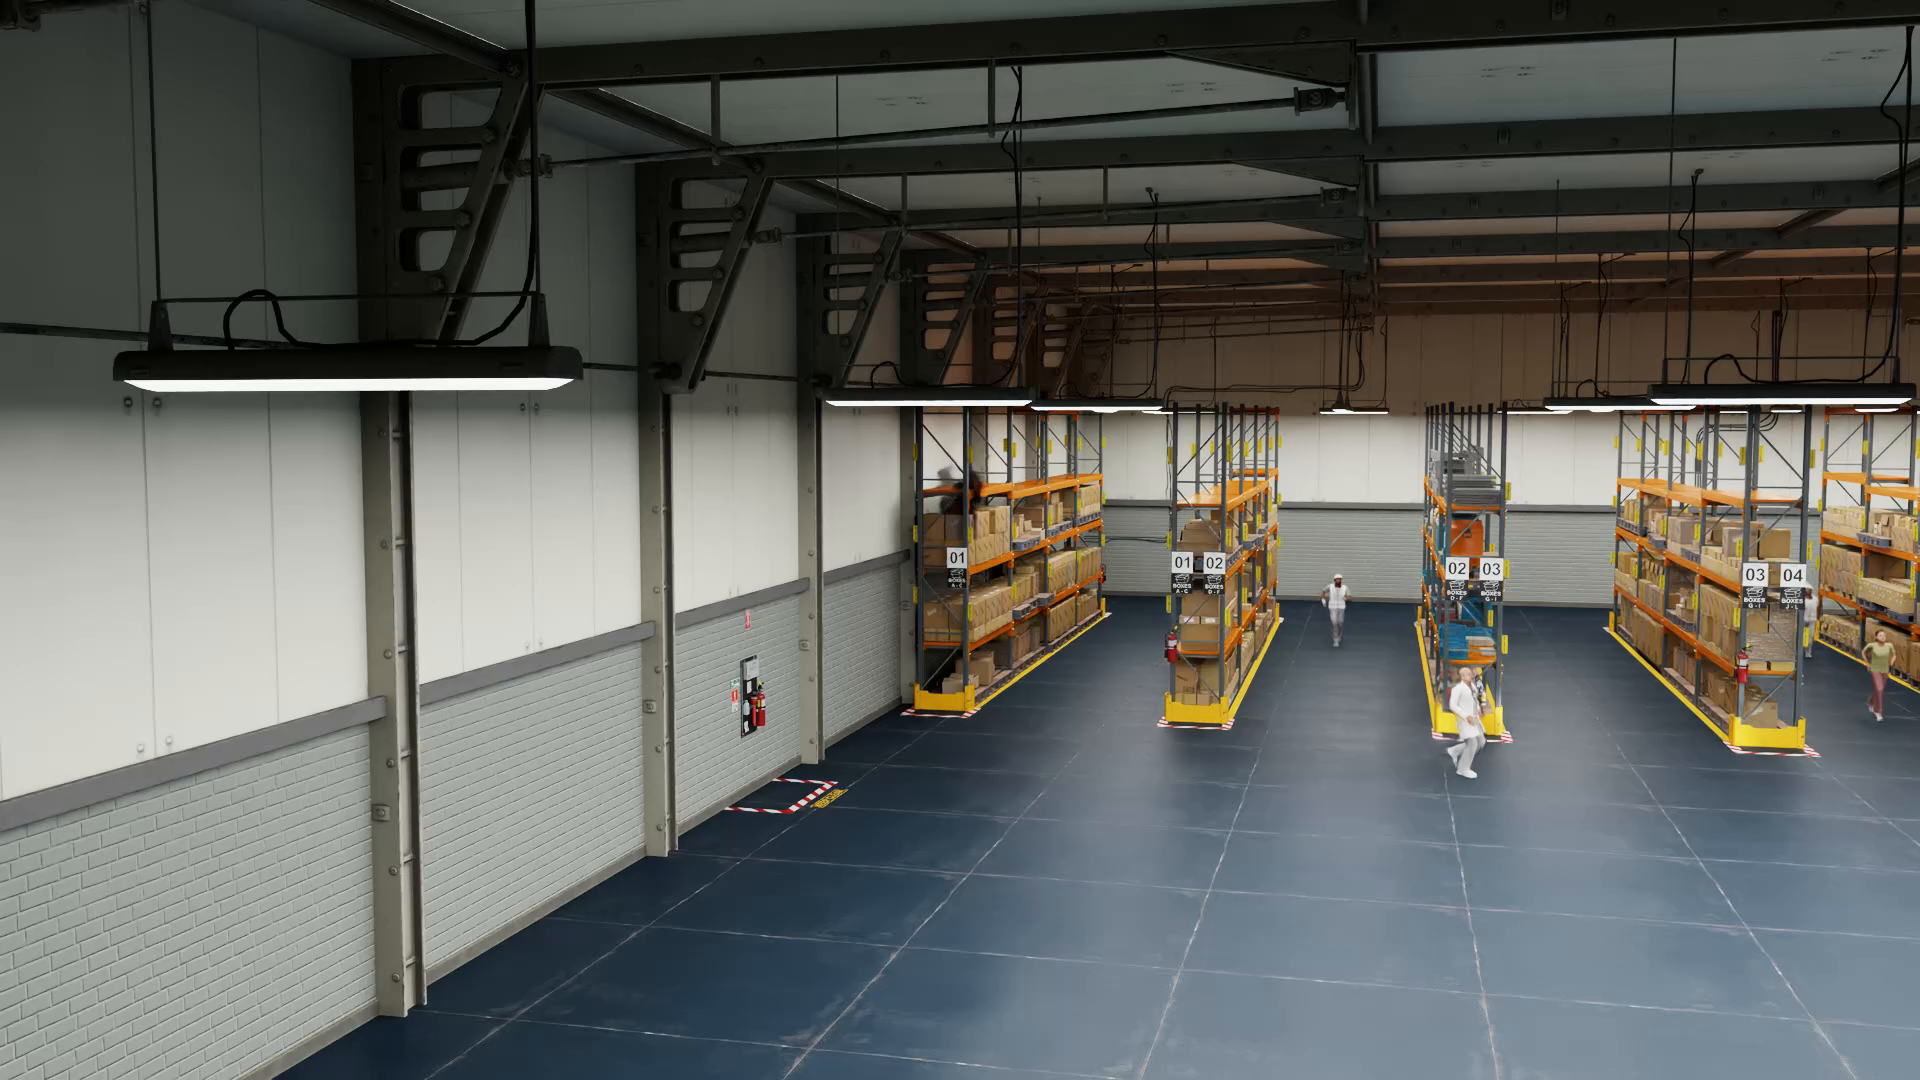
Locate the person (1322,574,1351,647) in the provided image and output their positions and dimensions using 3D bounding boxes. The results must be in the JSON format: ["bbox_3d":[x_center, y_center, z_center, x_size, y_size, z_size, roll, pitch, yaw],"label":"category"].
[{"bbox_3d":[9.473,1.742,41.760,0.695,1.783,0.974,0,4,2],"label":"person"}]

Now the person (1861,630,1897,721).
[{"bbox_3d":[17.524,2.540,31.702,0.572,1.702,0.840,0,4,6],"label":"person"}]

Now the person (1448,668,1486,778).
[{"bbox_3d":[8.070,2.899,26.560,0.711,1.744,0.600,-4,6,-44],"label":"person"}]

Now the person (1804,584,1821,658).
[{"bbox_3d":[20.193,1.916,39.683,0.711,1.741,0.812,1,4,8],"label":"person"}]
